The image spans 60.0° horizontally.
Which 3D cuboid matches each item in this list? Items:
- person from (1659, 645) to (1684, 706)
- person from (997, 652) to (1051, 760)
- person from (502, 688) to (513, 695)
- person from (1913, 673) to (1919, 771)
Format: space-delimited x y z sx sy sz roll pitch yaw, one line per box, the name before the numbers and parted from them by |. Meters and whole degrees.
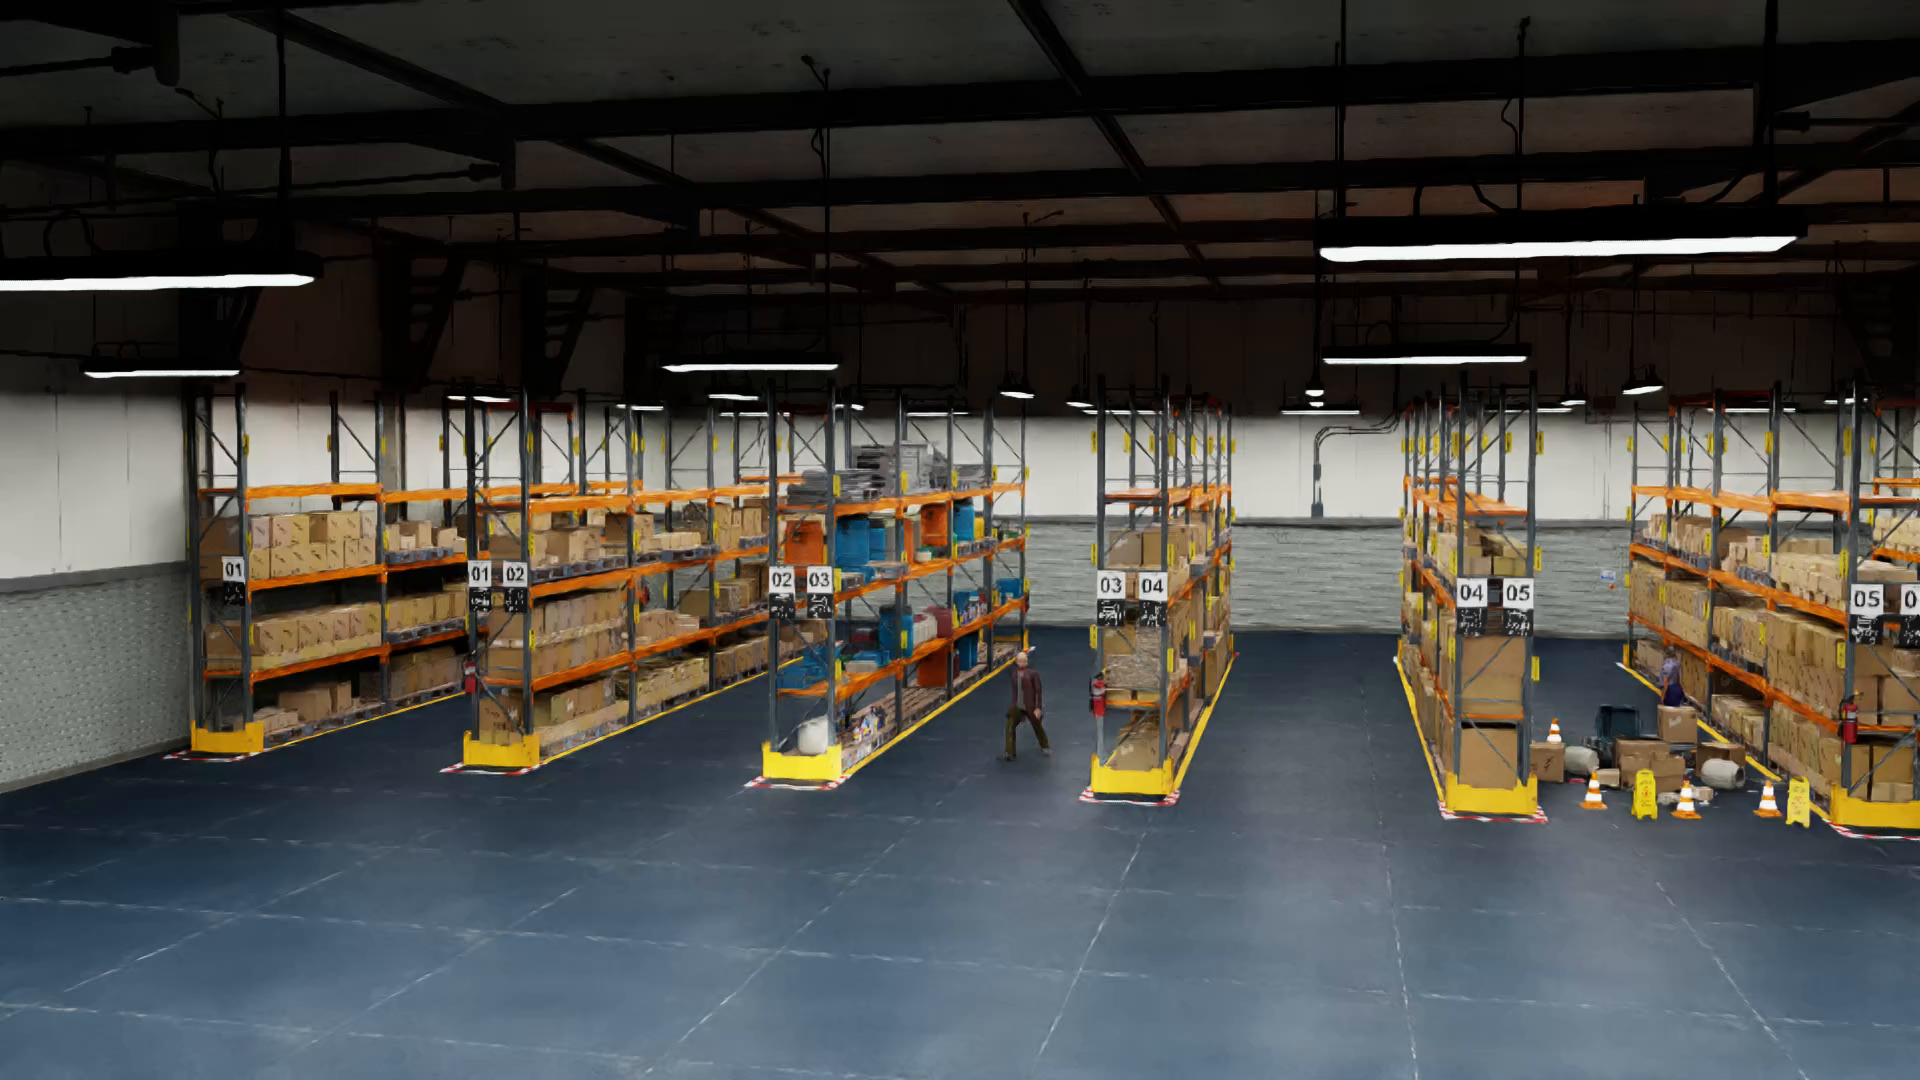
person | 11.846 2.586 27.797 0.551 1.630 0.598 3 4 37
person | 1.057 2.630 26.460 0.636 1.723 1.045 2 4 33
person | -8.103 2.404 30.382 0.729 1.733 0.546 1 3 11
person | 14.741 2.759 25.425 0.450 1.557 0.467 3 4 43
